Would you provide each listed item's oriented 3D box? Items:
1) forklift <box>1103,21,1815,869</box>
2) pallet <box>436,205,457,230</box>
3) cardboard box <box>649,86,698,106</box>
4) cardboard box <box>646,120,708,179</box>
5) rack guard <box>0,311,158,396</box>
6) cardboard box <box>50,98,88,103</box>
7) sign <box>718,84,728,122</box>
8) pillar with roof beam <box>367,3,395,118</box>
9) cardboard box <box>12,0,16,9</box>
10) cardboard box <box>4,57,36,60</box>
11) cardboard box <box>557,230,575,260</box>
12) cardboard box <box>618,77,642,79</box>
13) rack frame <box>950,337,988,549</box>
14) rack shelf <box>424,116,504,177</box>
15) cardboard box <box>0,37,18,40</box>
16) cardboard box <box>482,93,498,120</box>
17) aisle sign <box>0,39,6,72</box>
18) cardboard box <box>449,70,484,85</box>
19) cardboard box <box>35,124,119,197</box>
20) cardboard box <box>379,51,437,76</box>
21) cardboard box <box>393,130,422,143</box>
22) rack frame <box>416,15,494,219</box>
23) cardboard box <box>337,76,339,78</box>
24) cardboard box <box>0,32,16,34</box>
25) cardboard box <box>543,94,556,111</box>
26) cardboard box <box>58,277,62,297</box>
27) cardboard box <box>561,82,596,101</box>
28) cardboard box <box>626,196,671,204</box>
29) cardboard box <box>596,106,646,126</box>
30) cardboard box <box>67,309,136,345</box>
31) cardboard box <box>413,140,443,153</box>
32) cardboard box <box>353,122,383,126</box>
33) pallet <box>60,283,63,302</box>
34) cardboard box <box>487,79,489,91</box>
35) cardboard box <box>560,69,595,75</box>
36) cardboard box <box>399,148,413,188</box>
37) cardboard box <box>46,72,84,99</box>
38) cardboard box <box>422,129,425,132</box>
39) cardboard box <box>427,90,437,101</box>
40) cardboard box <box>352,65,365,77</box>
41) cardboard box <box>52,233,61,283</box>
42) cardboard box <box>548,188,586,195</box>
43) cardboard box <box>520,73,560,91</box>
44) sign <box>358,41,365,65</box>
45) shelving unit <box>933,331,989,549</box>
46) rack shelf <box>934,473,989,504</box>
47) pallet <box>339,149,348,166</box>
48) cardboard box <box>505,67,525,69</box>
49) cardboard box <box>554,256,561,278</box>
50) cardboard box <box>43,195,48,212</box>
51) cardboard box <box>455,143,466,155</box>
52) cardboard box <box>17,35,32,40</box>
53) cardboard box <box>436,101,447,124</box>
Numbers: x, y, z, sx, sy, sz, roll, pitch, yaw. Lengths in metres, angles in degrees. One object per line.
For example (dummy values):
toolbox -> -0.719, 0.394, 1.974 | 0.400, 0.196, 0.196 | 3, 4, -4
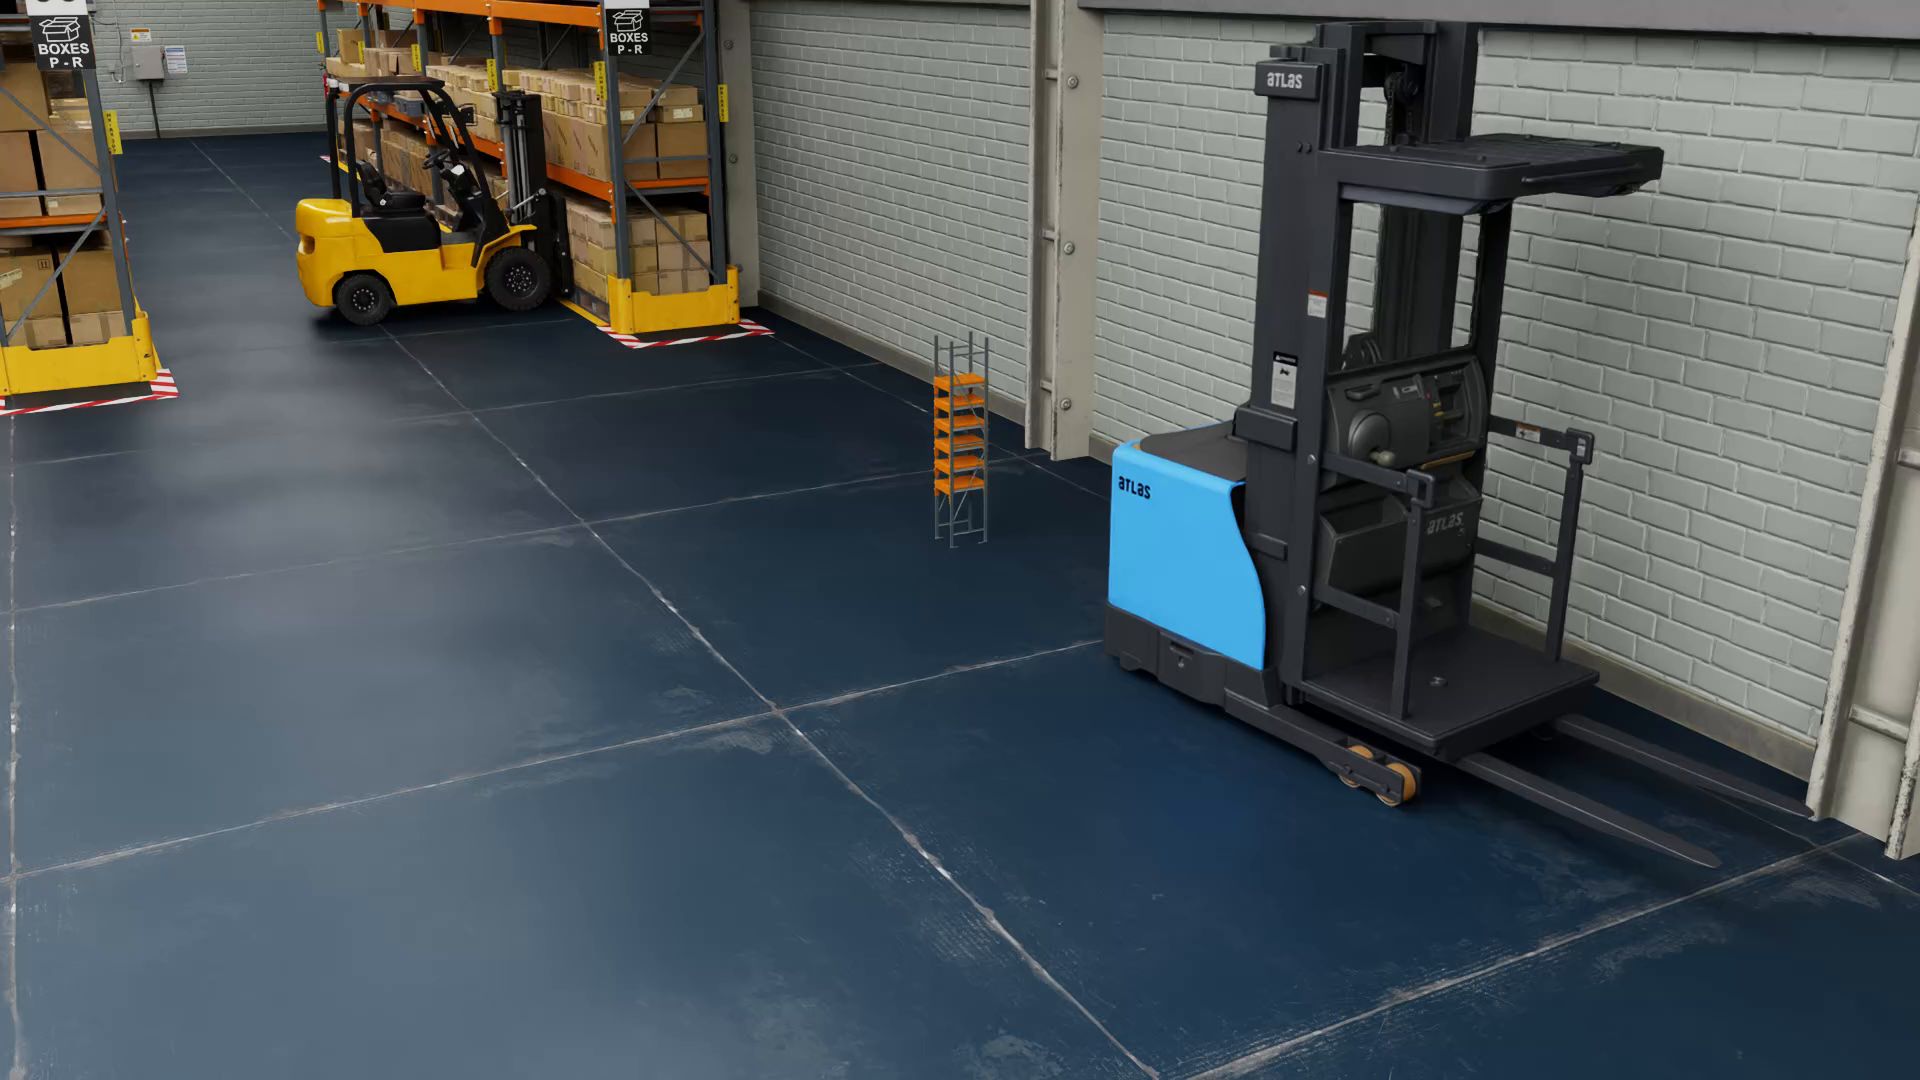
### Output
forklift -> 1.958, -0.514, 6.628 | 1.130, 2.935, 3.031 | -13, 23, -34
pallet -> -6.079, -4.148, 21.330 | 1.003, 0.211, 1.213 | -10, 21, -27
cardboard box -> -2.608, -4.036, 15.127 | 0.380, 0.149, 0.250 | -10, 22, -28
cardboard box -> -2.628, -3.645, 15.443 | 0.500, 0.500, 0.500 | -9, 21, -25
rack guard -> -7.040, -1.483, 13.162 | 1.175, 0.500, 0.348 | -10, 21, -27
cardboard box -> -8.473, -3.890, 15.696 | 0.500, 0.500, 0.500 | -11, 22, -28
sign -> -2.146, -3.943, 15.012 | 0.100, 0.325, 0.005 | -10, 21, -27
pillar with roof beam -> -14.510, -11.088, 27.970 | 9.100, 9.000, 0.400 | -10, 21, -27
cardboard box -> -7.834, -4.588, 14.116 | 0.380, 0.149, 0.250 | -10, 22, -27
cardboard box -> -7.672, -3.562, 13.214 | 0.700, 0.500, 0.500 | -10, 21, -26
cardboard box -> -3.635, -2.929, 16.327 | 0.500, 0.250, 0.500 | -11, 22, -28
cardboard box -> -3.318, -4.485, 16.426 | 0.380, 0.149, 0.250 | -10, 21, -26
rack frame -> 0.050, -0.537, 9.348 | 0.240, 1.200, 0.006 | -10, 21, -27
rack shelf -> -5.486, -4.795, 20.031 | 1.077, 0.370, 4.000 | -10, 21, -27
cardboard box -> -11.993, -6.003, 20.743 | 0.500, 0.500, 0.500 | -10, 22, -28
cardboard box -> -4.994, -4.827, 18.486 | 0.500, 0.250, 0.500 | -10, 22, -28
aisle sign -> -7.229, -3.809, 12.085 | 0.394, 0.787, 0.004 | -10, 21, -27
cardboard box -> -5.921, -5.557, 19.989 | 0.380, 0.149, 0.250 | -9, 21, -26
cardboard box -> -6.984, -3.009, 13.145 | 0.500, 0.500, 0.500 | -10, 22, -27
cardboard box -> -7.684, -6.556, 23.234 | 0.700, 0.500, 0.500 | -10, 21, -27
cardboard box -> -8.067, -5.897, 24.317 | 0.380, 0.149, 0.250 | -11, 22, -29
rack frame -> -6.436, -5.709, 21.578 | 1.000, 3.000, 0.127 | -10, 21, -27
cardboard box -> -10.158, -7.684, 27.686 | 0.380, 0.149, 0.250 | -9, 21, -25
cardboard box -> -13.169, -6.700, 22.763 | 0.500, 0.500, 0.500 | -10, 21, -27
cardboard box -> -3.900, -4.335, 16.449 | 0.380, 0.149, 0.250 | -10, 22, -28
cardboard box -> -8.597, -2.327, 15.348 | 0.500, 0.250, 0.500 | -9, 21, -24
cardboard box -> -3.559, -4.255, 15.759 | 0.380, 0.149, 0.250 | -9, 21, -25
cardboard box -> -3.167, -3.239, 16.459 | 0.500, 0.250, 0.500 | -10, 21, -27
cardboard box -> -3.048, -3.822, 14.963 | 0.380, 0.149, 0.250 | -10, 21, -26
cardboard box -> -7.143, -1.816, 13.866 | 0.500, 0.250, 0.500 | -10, 21, -27
cardboard box -> -7.341, -5.445, 23.007 | 0.380, 0.149, 0.250 | -10, 22, -27
cardboard box -> -9.656, -6.581, 27.292 | 0.700, 0.500, 0.500 | -9, 21, -24
pallet -> -8.553, -2.285, 15.931 | 1.003, 0.211, 1.213 | -10, 21, -27
cardboard box -> -5.102, -5.128, 18.746 | 0.380, 0.149, 0.250 | -10, 21, -27
cardboard box -> -4.036, -4.932, 17.722 | 0.380, 0.149, 0.250 | -11, 22, -28
cardboard box -> -7.568, -5.255, 23.451 | 0.500, 0.500, 0.500 | -11, 22, -29
cardboard box -> -8.873, -4.356, 16.404 | 0.500, 0.500, 0.500 | -9, 21, -25
cardboard box -> -7.777, -6.045, 24.745 | 0.380, 0.149, 0.250 | -10, 21, -27
cardboard box -> -6.462, -5.705, 21.030 | 0.500, 0.250, 0.500 | -10, 21, -27
cardboard box -> -9.043, -7.177, 25.605 | 0.500, 0.250, 0.500 | -10, 21, -26
cardboard box -> -7.899, -2.624, 15.058 | 0.500, 0.500, 0.500 | -9, 21, -24
cardboard box -> -4.102, -3.455, 17.085 | 0.500, 0.250, 0.500 | -9, 21, -25
cardboard box -> -4.281, -4.695, 17.035 | 0.380, 0.149, 0.250 | -9, 21, -25
sign -> -8.809, -7.180, 24.514 | 0.100, 0.325, 0.005 | -10, 21, -27
shelving unit -> 0.007, -0.563, 9.424 | 0.258, 1.200, 0.189 | -10, 21, -27
rack shelf -> 0.007, -0.294, 9.516 | 0.258, 0.103, 0.180 | -10, 21, -27
pallet -> -9.819, -6.437, 27.962 | 1.003, 0.211, 1.213 | -10, 21, -27
cardboard box -> -5.633, -5.800, 20.692 | 0.380, 0.149, 0.250 | -10, 22, -28
cardboard box -> -3.862, -2.832, 16.811 | 0.500, 0.250, 0.500 | -9, 21, -25
cardboard box -> -7.115, -2.724, 13.311 | 0.380, 0.149, 0.250 | -10, 21, -26
cardboard box -> -6.700, -5.370, 22.789 | 0.380, 0.149, 0.250 | -10, 21, -26
cardboard box -> -11.793, -6.222, 21.378 | 0.500, 0.500, 0.500 | -9, 21, -25
cardboard box -> -6.206, -5.328, 20.703 | 0.500, 0.250, 0.500 | -10, 22, -28
